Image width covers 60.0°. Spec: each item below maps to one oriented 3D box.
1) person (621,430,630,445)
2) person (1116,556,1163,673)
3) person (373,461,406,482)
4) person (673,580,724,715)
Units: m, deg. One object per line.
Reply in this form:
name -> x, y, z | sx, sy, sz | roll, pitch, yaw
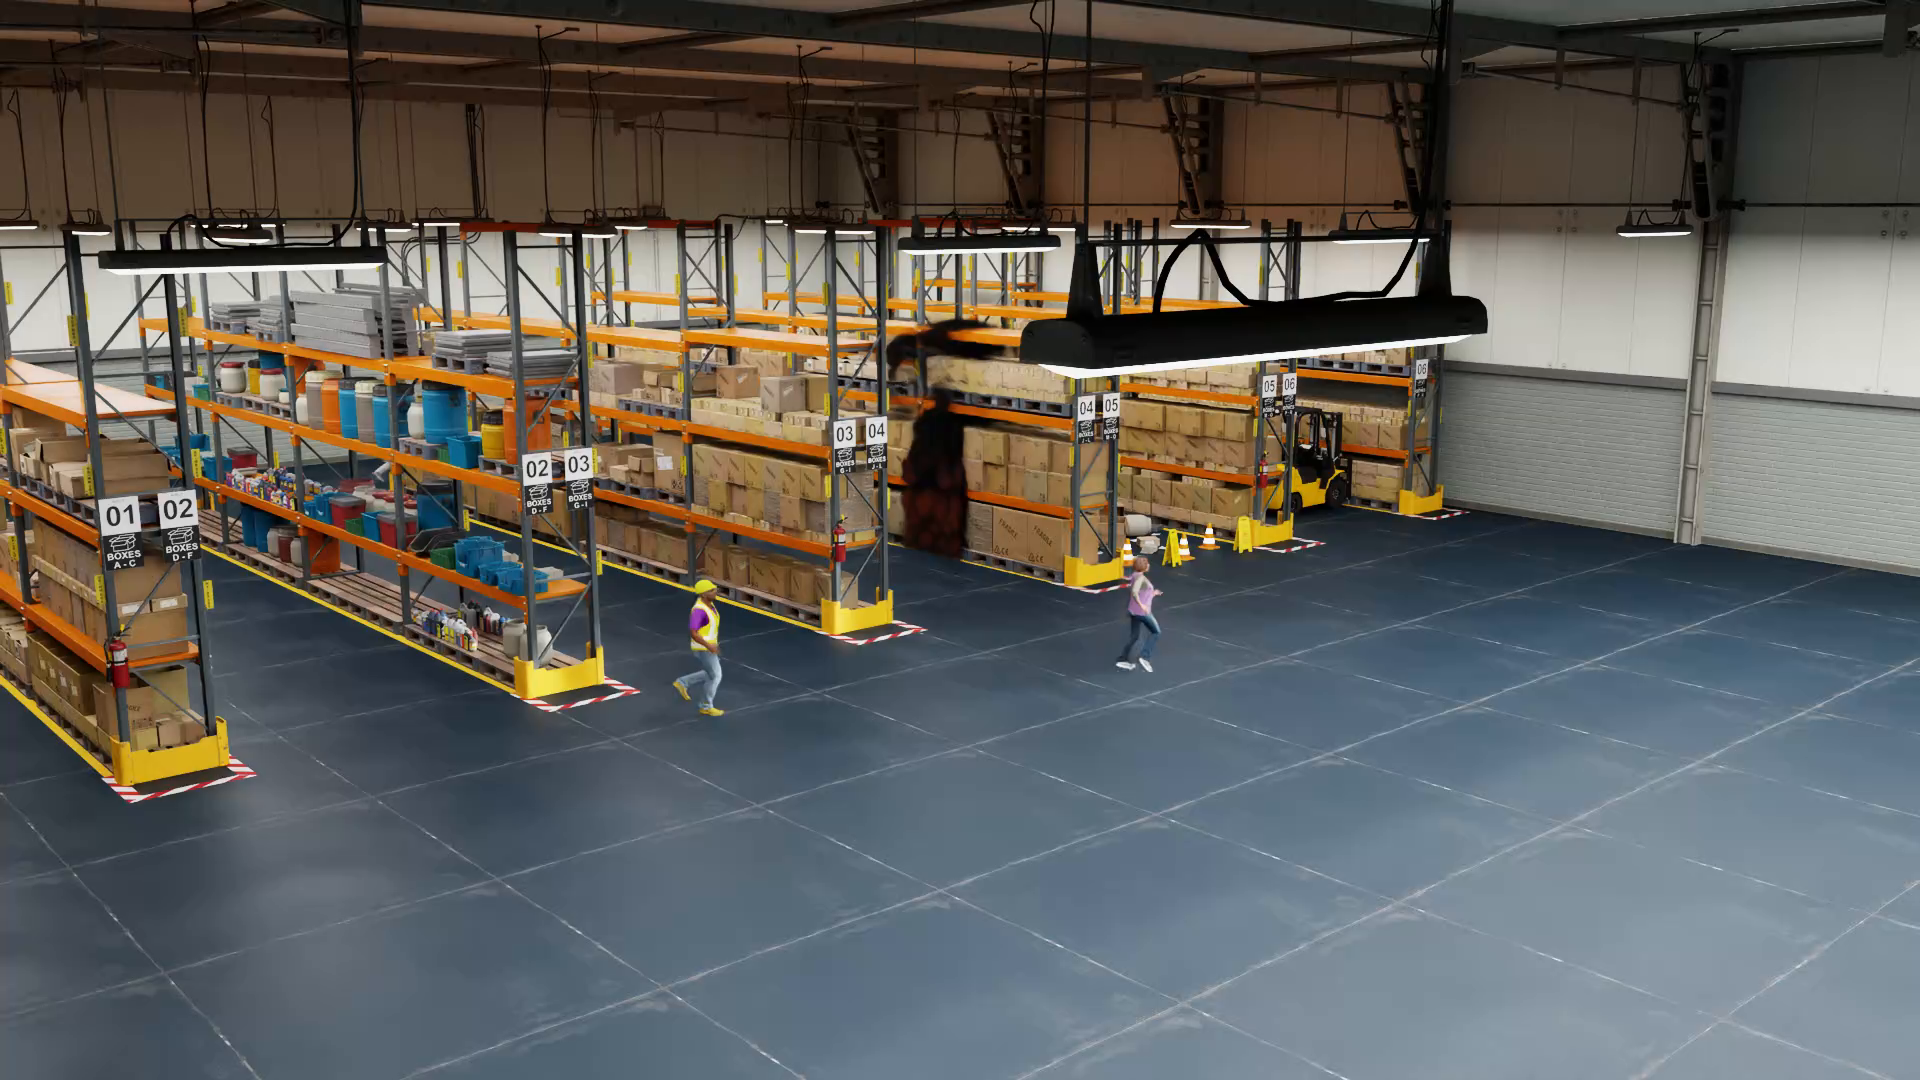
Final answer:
person -> -8.218, -2.725, 41.359 | 0.648, 1.627, 0.619 | 3, 12, 13
person -> 2.472, 1.025, 22.784 | 0.695, 1.623, 0.514 | -4, 12, -18
person -> -12.986, -2.113, 37.970 | 0.871, 1.798, 0.696 | -7, 13, -30
person -> -3.280, 1.346, 20.883 | 0.612, 1.750, 0.704 | 0, 11, 0
